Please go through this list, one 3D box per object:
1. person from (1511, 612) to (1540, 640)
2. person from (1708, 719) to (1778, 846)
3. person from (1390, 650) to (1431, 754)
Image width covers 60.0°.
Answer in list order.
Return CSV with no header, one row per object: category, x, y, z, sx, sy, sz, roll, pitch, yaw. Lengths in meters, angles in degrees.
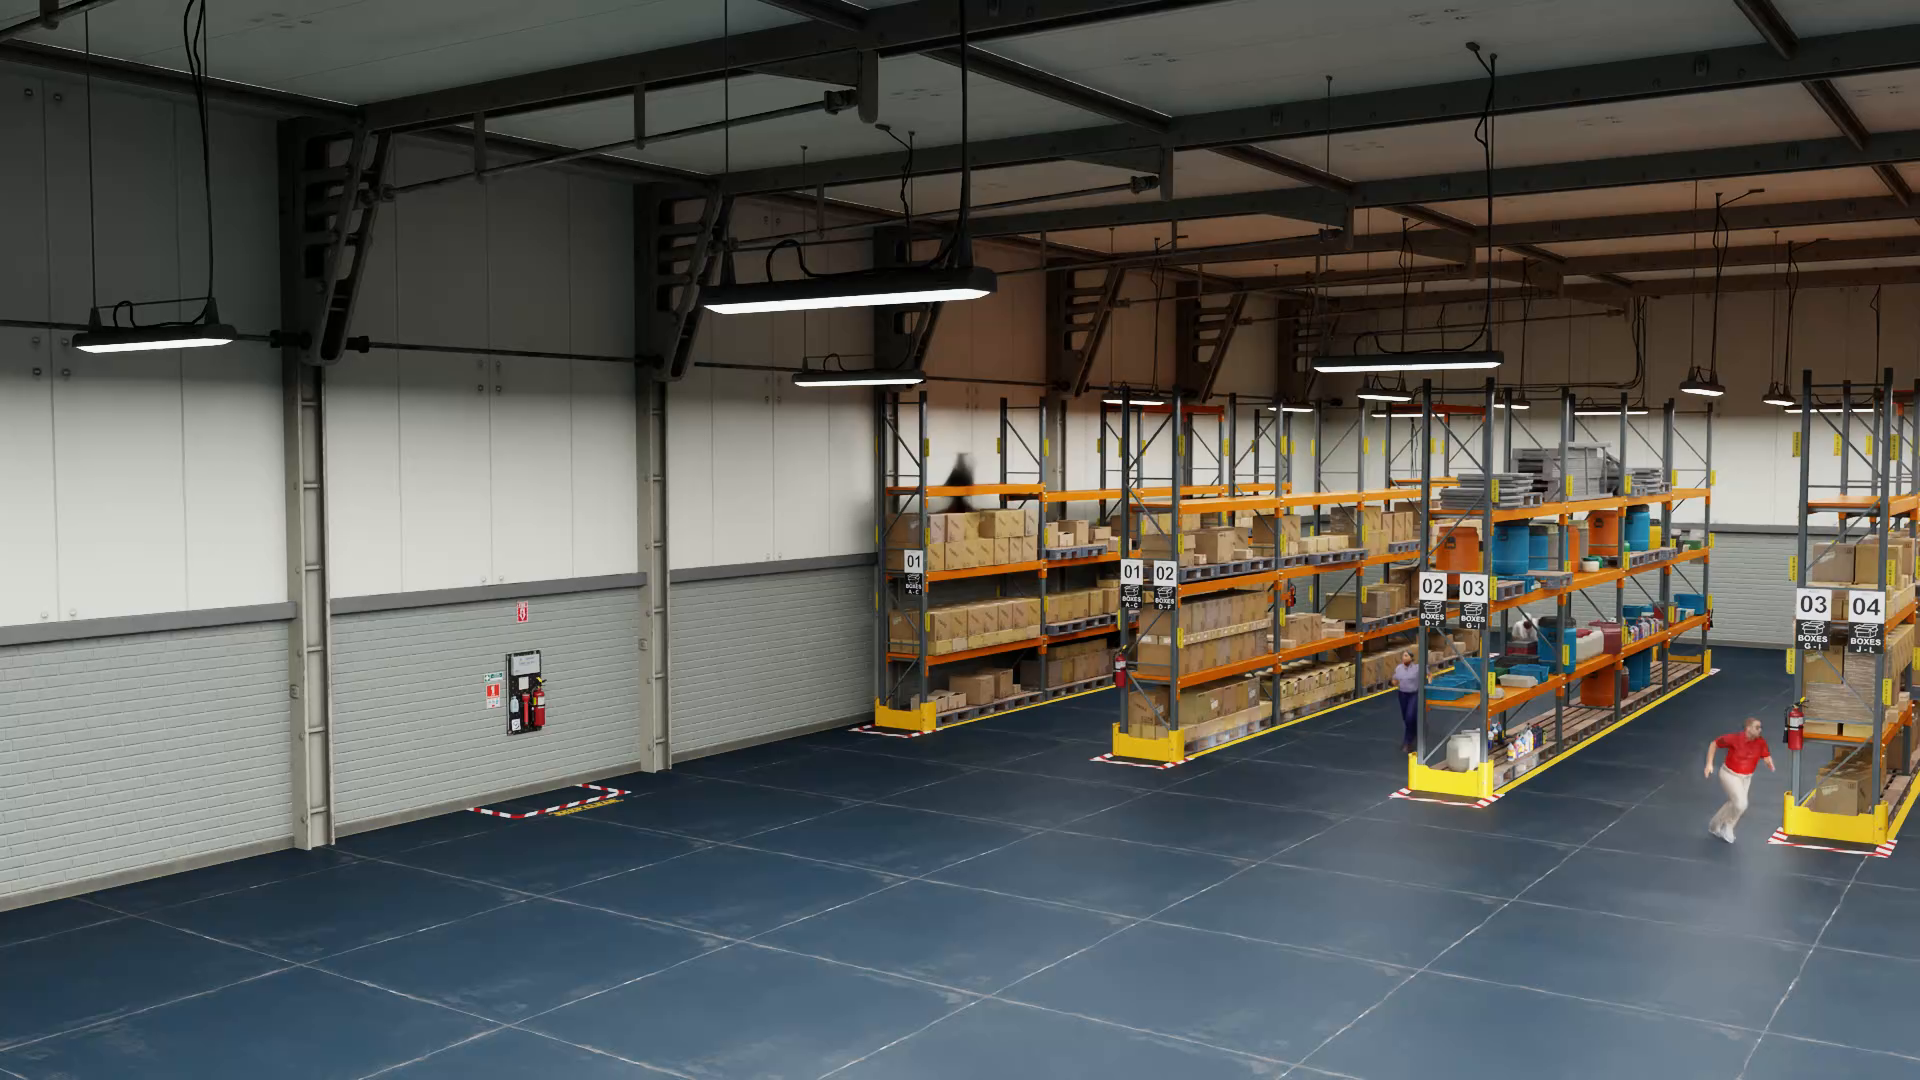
person,12.095,2.279,35.507,0.683,1.561,1.209,1,3,15
person,9.878,3.030,21.012,0.697,1.605,1.027,-1,3,-18
person,7.456,2.657,27.535,0.622,1.675,0.938,3,4,39
